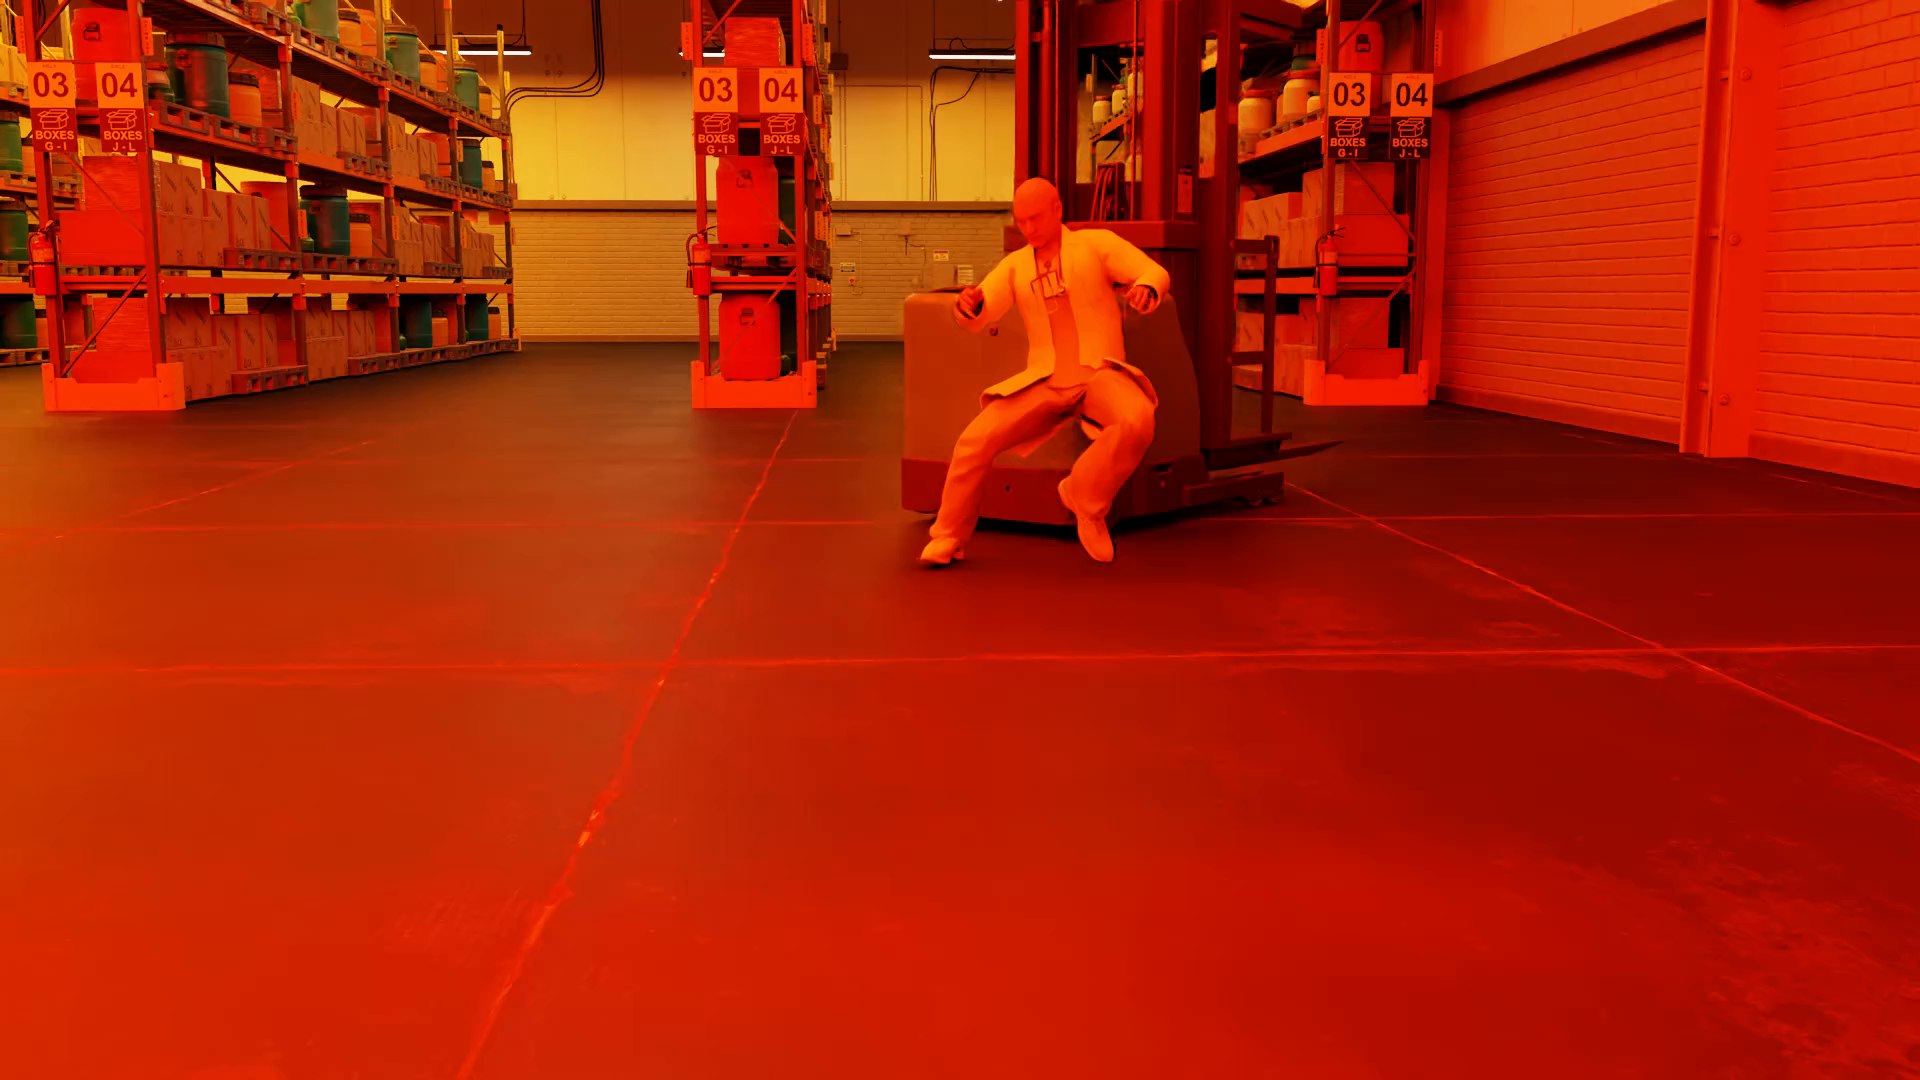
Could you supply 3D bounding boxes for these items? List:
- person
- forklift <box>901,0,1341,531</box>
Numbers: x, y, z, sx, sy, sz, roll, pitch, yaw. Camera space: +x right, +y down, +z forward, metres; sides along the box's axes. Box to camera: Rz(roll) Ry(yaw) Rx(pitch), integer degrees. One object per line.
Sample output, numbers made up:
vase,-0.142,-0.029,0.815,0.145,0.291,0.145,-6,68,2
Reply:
person,0.328,-0.643,6.456,0.949,1.521,0.827,3,9,20
forklift,1.024,-1.656,8.481,1.130,2.935,3.031,6,11,37
